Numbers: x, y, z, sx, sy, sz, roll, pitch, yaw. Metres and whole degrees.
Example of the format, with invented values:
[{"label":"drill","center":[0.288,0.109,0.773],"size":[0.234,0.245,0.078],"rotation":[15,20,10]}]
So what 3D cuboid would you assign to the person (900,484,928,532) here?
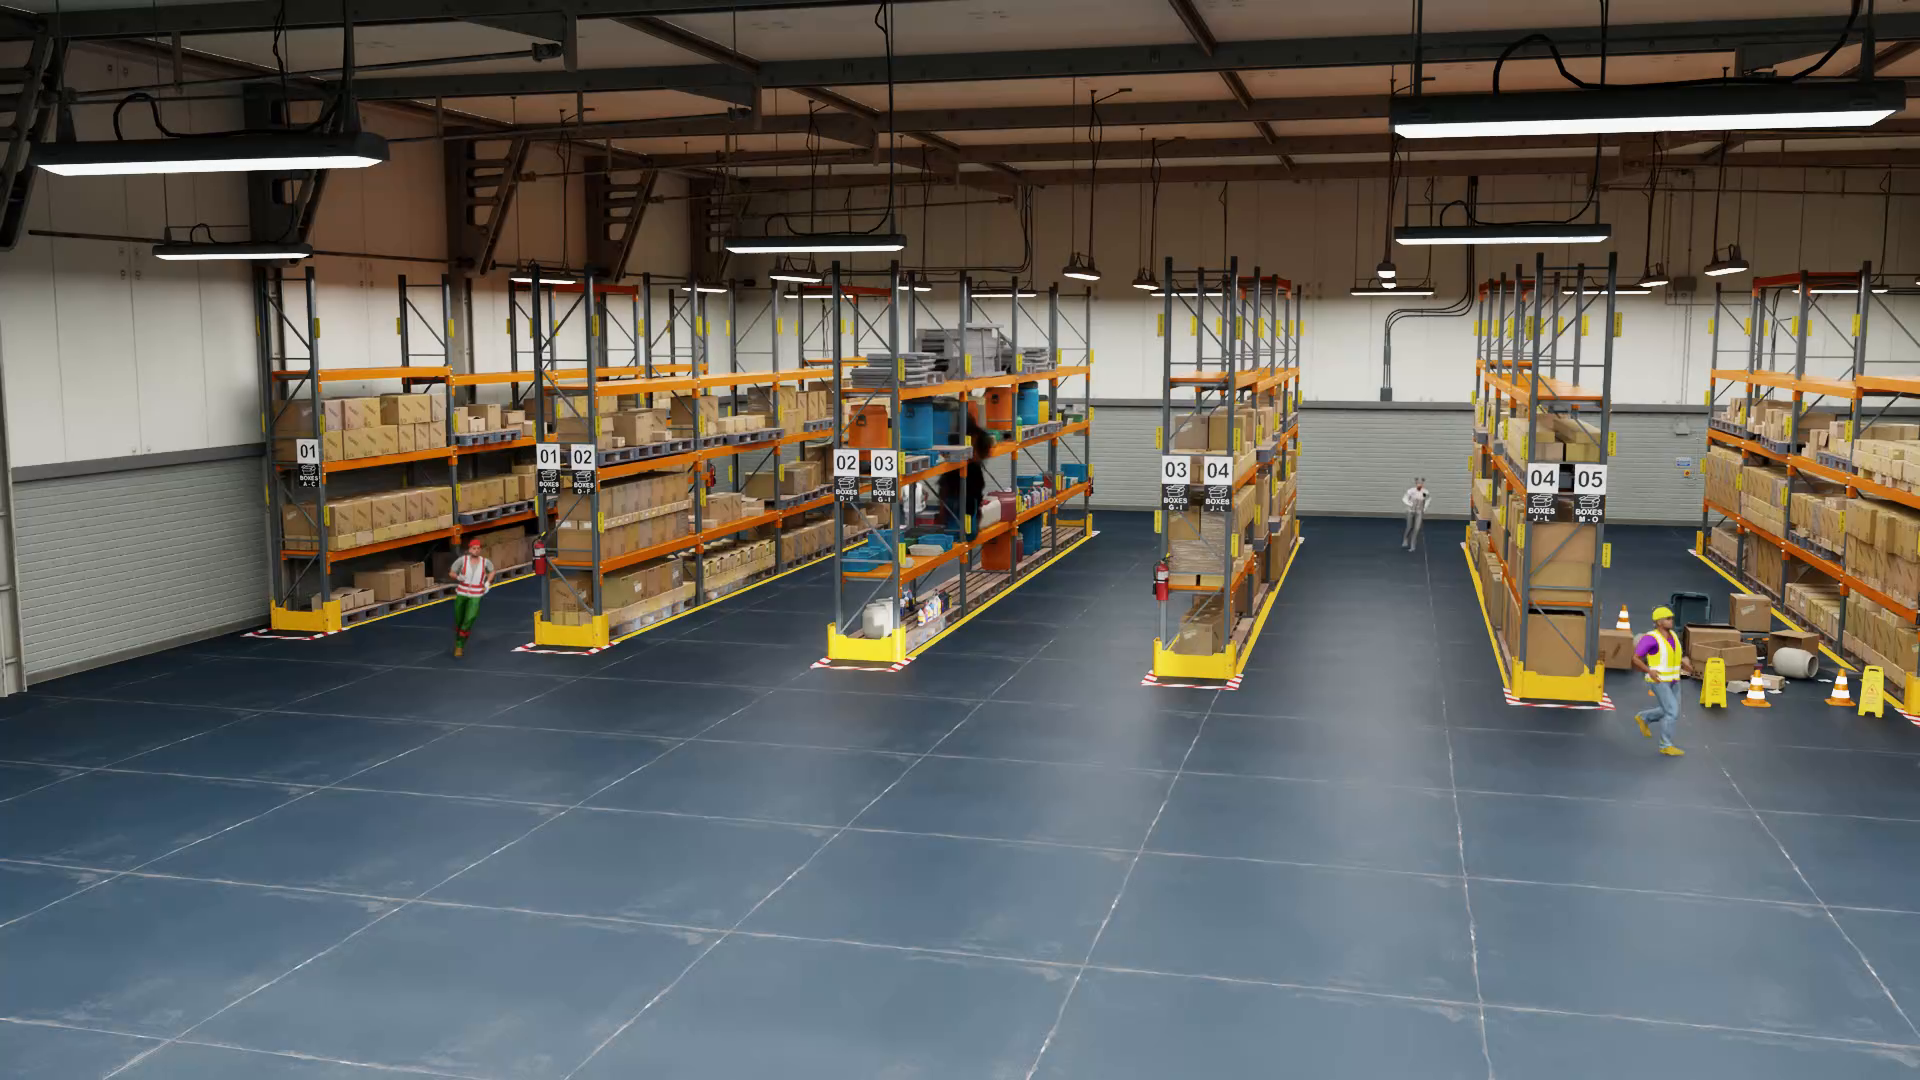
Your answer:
[{"label":"person","center":[-1.059,-0.615,37.021],"size":[0.680,1.782,0.955],"rotation":[0,7,1]}]

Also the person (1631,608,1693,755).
[{"label":"person","center":[8.305,1.654,19.730],"size":[0.707,1.726,0.753],"rotation":[-4,8,-30]}]

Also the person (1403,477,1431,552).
[{"label":"person","center":[10.365,-0.607,37.771],"size":[0.641,1.689,0.830],"rotation":[0,7,3]}]

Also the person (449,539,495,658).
[{"label":"person","center":[-7.540,0.868,25.696],"size":[0.666,1.784,0.862],"rotation":[-1,7,-10]}]
